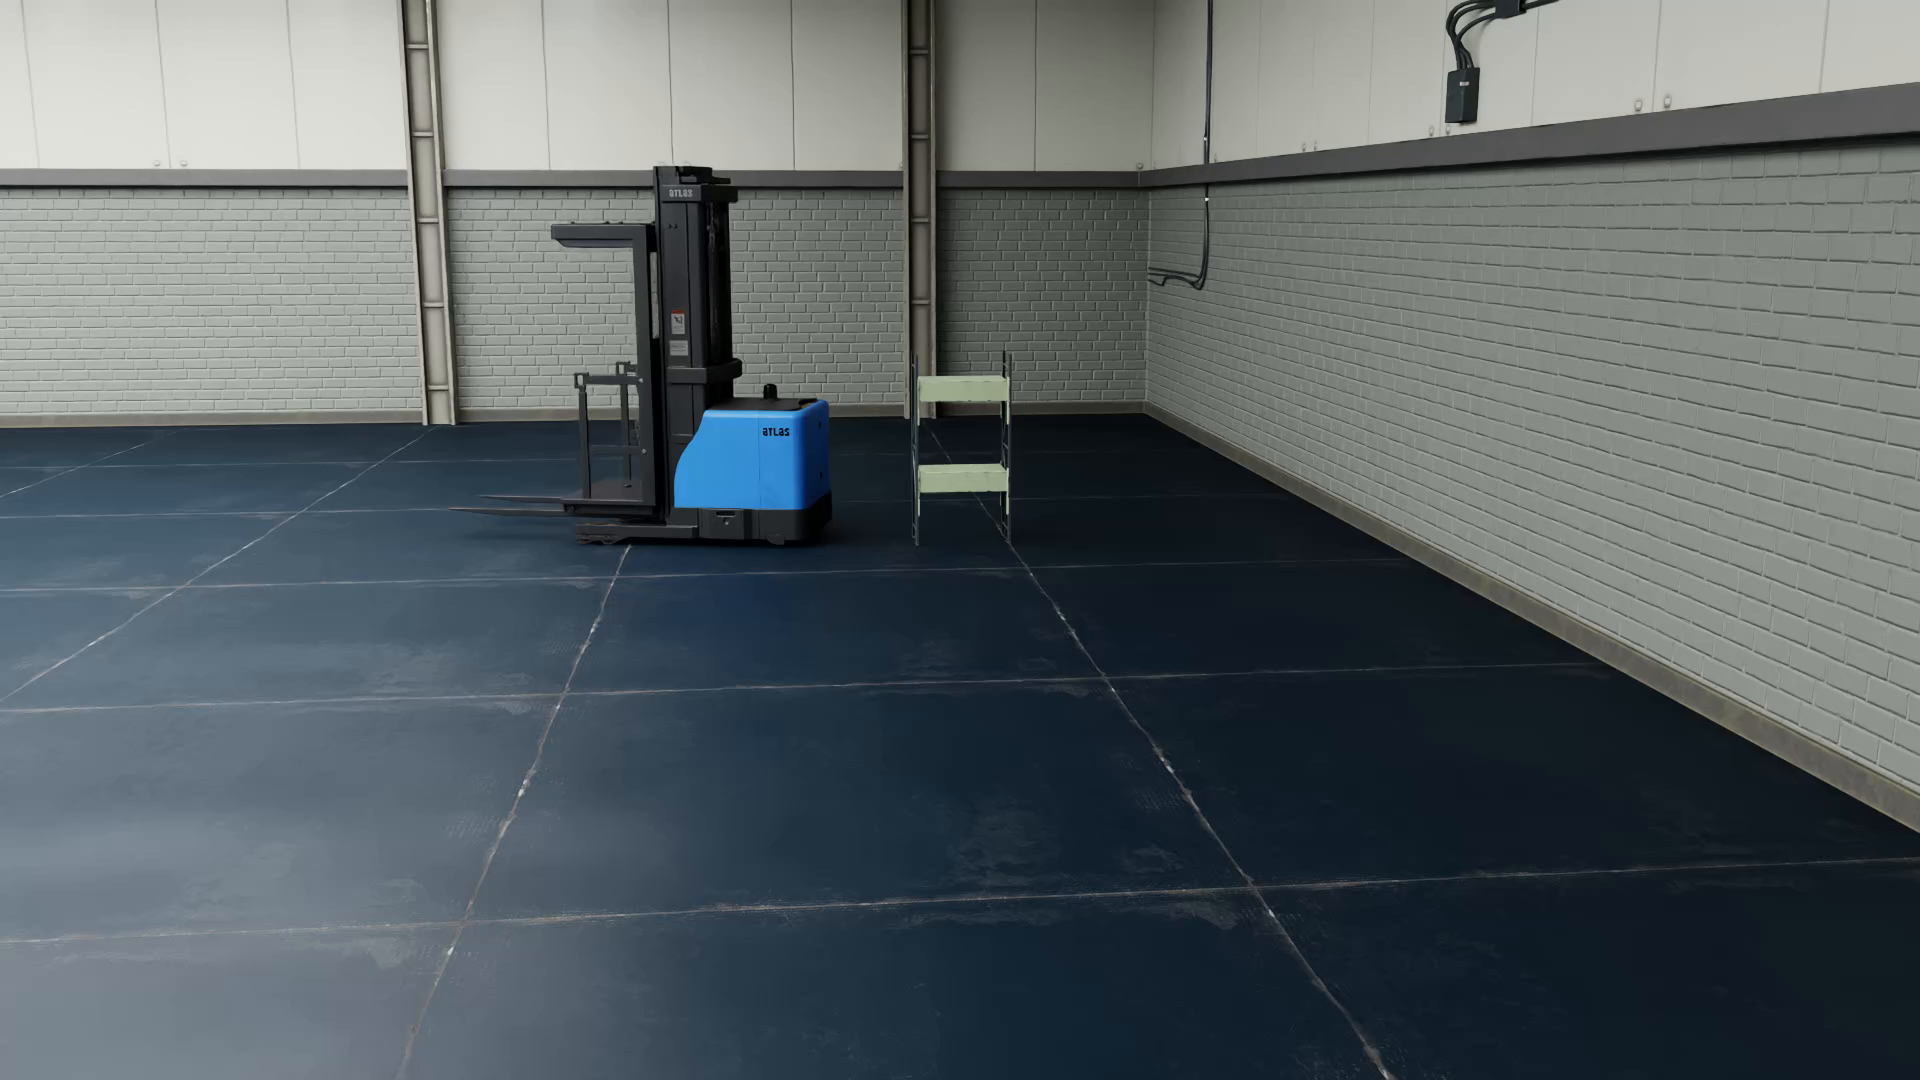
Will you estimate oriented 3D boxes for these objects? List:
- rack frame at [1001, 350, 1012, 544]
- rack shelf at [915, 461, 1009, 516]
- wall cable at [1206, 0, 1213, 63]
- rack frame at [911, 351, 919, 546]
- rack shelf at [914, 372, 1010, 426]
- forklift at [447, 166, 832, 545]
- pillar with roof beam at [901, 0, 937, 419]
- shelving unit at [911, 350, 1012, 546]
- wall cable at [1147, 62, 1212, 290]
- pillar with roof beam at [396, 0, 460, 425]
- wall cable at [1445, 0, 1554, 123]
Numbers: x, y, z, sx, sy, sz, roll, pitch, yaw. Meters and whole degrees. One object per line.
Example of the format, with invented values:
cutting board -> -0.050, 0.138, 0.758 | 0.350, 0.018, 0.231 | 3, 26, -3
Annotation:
rack frame -> 0.371, -0.744, 13.263 | 0.023, 1.500, 0.400 | -1, 11, -6
rack shelf -> 0.007, -0.416, 13.287 | 0.720, 0.370, 0.431 | -1, 11, -6
wall cable -> 2.850, -6.243, 16.751 | 0.112, 2.526, 3.097 | -1, 11, -6
rack frame -> -0.357, -0.728, 13.185 | 0.023, 1.500, 0.400 | -1, 11, -6
rack shelf -> 0.007, -1.119, 13.149 | 0.720, 0.370, 0.431 | -1, 11, -6
forklift -> -2.627, -1.501, 13.405 | 3.031, 2.935, 1.130 | 1, 11, 7
pillar with roof beam -> -0.049, -5.174, 16.356 | 0.400, 9.000, 9.100 | -1, 11, -6
shelving unit -> 0.007, -0.736, 13.224 | 0.755, 1.500, 0.431 | -1, 11, -6
wall cable -> 2.558, -4.283, 19.877 | 0.112, 2.526, 3.097 | -1, 11, -6
pillar with roof beam -> -6.014, -5.049, 15.720 | 0.400, 9.000, 9.100 | -1, 11, -6
wall cable -> 3.567, -5.655, 9.987 | 0.169, 6.003, 2.305 | -1, 11, -6
